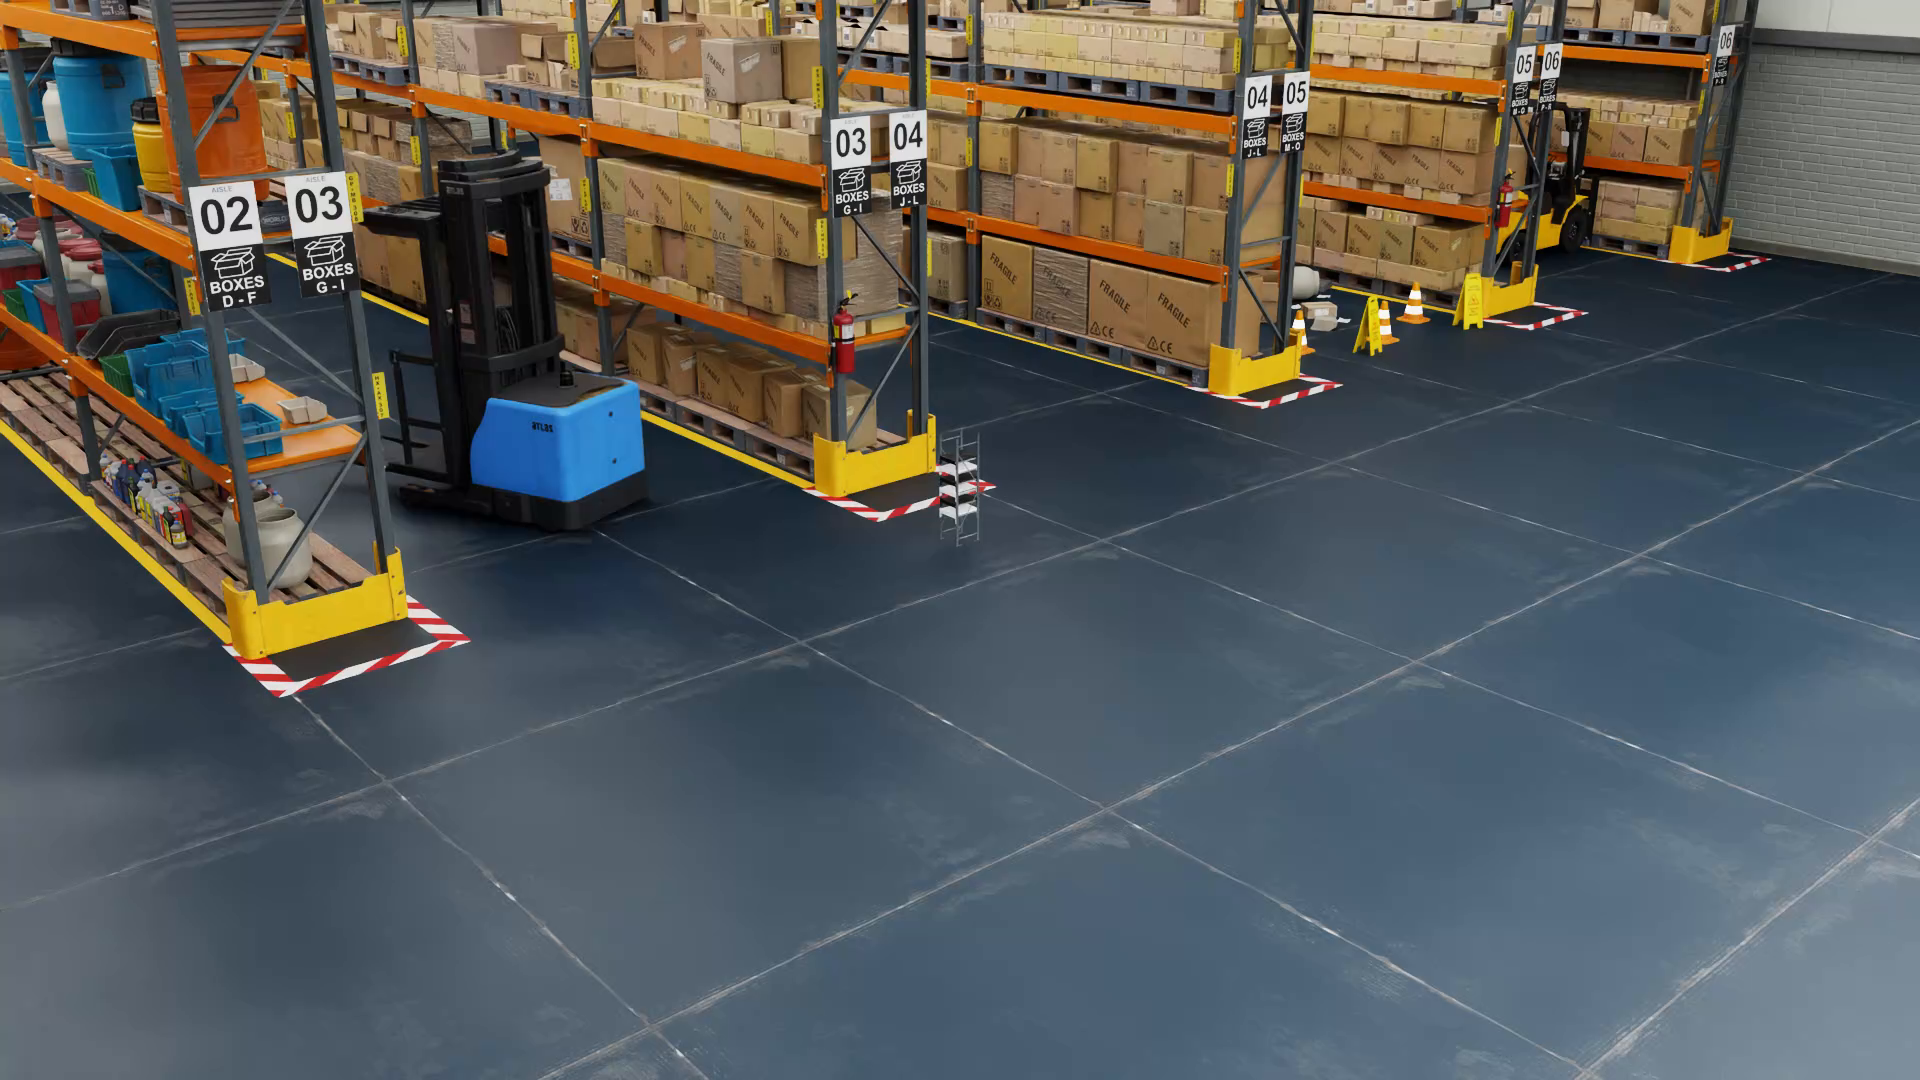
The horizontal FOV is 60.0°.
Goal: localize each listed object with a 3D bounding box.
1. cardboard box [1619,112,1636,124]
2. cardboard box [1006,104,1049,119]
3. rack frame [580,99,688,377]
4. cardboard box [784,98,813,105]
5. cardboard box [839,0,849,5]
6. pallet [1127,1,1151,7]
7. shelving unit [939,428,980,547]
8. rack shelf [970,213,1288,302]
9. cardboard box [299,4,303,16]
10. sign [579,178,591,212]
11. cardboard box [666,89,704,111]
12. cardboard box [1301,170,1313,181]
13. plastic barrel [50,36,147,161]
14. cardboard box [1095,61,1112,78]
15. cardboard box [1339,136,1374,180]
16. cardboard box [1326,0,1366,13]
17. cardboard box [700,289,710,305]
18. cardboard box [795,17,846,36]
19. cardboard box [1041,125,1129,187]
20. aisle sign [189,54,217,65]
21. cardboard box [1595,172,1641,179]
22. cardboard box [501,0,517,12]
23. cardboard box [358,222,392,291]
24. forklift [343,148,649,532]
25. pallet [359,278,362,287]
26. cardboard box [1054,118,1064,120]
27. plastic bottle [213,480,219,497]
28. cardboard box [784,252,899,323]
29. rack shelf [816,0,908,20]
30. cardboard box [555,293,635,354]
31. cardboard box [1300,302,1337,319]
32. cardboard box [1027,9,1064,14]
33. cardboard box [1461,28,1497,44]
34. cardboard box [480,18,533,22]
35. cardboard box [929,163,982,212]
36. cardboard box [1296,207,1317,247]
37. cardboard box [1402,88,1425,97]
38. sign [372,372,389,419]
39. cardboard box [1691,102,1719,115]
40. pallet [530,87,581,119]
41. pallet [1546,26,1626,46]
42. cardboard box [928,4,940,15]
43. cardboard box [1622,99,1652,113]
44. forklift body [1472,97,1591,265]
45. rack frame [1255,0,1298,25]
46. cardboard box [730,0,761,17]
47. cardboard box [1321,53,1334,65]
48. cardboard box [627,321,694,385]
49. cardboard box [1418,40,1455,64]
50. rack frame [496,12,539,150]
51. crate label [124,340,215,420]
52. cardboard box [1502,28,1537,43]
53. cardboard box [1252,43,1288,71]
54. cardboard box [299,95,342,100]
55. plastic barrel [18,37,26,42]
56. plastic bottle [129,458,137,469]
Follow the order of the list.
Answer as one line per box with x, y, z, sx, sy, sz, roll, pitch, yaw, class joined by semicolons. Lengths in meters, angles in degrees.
9.663;-6.062;23.821;0.380;0.149;0.250;-18;27;-38;cardboard box
1.078;-6.727;26.066;0.500;0.250;0.500;-18;27;-38;cardboard box
-3.310;-3.026;17.098;1.000;3.000;0.127;-17;27;-37;rack frame
-1.337;-3.860;14.773;0.380;0.149;0.250;-18;27;-38;cardboard box
-1.856;-9.291;28.610;0.380;0.149;0.250;-17;27;-36;cardboard box
3.786;-9.605;30.038;1.213;0.211;1.003;-17;27;-37;pallet
-0.005;-0.421;13.326;0.258;0.900;0.210;-17;27;-37;shelving unit
1.819;-3.292;18.761;1.077;0.370;4.000;-17;27;-37;rack shelf
-9.088;-7.124;22.596;0.700;0.500;0.500;-19;29;-40;cardboard box
-3.728;-3.432;16.546;0.100;0.325;0.005;-17;27;-37;sign
-2.451;-4.024;15.191;0.380;0.149;0.250;-18;28;-38;cardboard box
4.696;-4.905;22.238;0.380;0.149;0.250;-16;27;-36;cardboard box
-6.493;-3.372;12.605;0.600;0.901;0.708;-17;27;-37;plastic barrel
1.656;-5.028;17.728;0.380;0.149;0.250;-17;27;-37;cardboard box
5.282;-4.973;21.522;0.500;0.500;0.500;-17;27;-37;cardboard box
6.298;-8.819;26.925;0.500;0.500;0.500;-17;27;-36;cardboard box
-2.210;-2.309;15.610;0.380;0.149;0.250;-17;27;-37;cardboard box
-1.791;-6.629;21.593;0.500;0.311;0.500;-17;27;-37;cardboard box
1.424;-4.335;18.754;0.875;0.550;0.550;-17;27;-37;cardboard box
-11.417;-7.501;24.957;0.394;0.787;0.004;-17;27;-37;aisle sign
9.749;-5.299;24.725;0.500;0.250;0.500;-18;27;-38;cardboard box
-7.223;-8.868;27.420;0.500;0.250;0.500;-17;27;-37;cardboard box
-6.931;-3.781;21.363;1.225;0.875;0.875;-17;27;-37;cardboard box
-4.220;-1.793;14.042;3.031;2.935;1.130;11;24;26;forklift
-7.971;-3.743;22.751;1.003;0.211;1.213;-17;27;-37;pallet
1.658;-6.435;25.569;0.380;0.149;0.250;-19;29;-40;cardboard box
-6.148;-0.504;13.780;0.061;0.283;0.133;-17;27;-37;plastic bottle
-1.037;-2.265;14.608;0.875;0.500;0.500;-17;27;-37;cardboard box
-2.004;-4.931;14.724;1.077;0.370;4.000;-17;27;-37;rack shelf
-3.991;-2.378;18.267;0.700;0.500;0.500;-18;27;-38;cardboard box
4.424;-2.834;20.515;0.380;0.149;0.250;-4;22;-10;cardboard box
0.994;-6.047;19.235;0.380;0.149;0.250;-18;28;-38;cardboard box
6.225;-6.035;19.917;0.380;0.149;0.250;-17;27;-37;cardboard box
-5.077;-5.596;18.723;0.500;0.500;0.500;-18;27;-38;cardboard box
-0.029;-4.306;20.228;0.500;0.500;0.500;-18;27;-38;cardboard box
4.737;-4.277;22.458;0.500;0.500;0.500;-16;27;-35;cardboard box
7.263;-7.105;26.485;0.380;0.149;0.250;-17;27;-37;cardboard box
-4.031;-1.001;11.546;0.100;0.325;0.005;-17;27;-37;sign
10.510;-6.094;23.495;0.380;0.149;0.250;-18;28;-38;cardboard box
-3.632;-4.531;17.085;1.213;0.211;1.003;-17;27;-37;pallet
9.324;-7.357;24.163;1.003;0.211;1.213;-17;27;-37;pallet
-0.463;-8.646;27.078;0.380;0.166;0.250;-20;29;-41;cardboard box
9.691;-6.212;23.796;0.380;0.149;0.250;-17;27;-37;cardboard box
7.947;-5.157;23.702;2.313;2.155;1.214;-17;27;-37;forklift body
4.198;-8.179;22.027;1.000;3.000;0.127;-17;27;-37;rack frame
-2.904;-7.272;22.638;0.396;0.266;0.258;-17;27;-37;cardboard box
4.889;-6.238;21.528;0.380;0.149;0.250;-19;28;-39;cardboard box
-3.079;-1.938;17.170;0.500;0.500;0.500;-18;28;-39;cardboard box
5.953;-5.965;20.286;0.500;0.250;0.500;-18;28;-38;cardboard box
-7.319;-7.494;28.506;1.000;3.000;0.127;-17;27;-37;rack frame
-5.857;-1.203;12.393;0.502;0.435;0.616;-17;27;-37;crate label
6.732;-6.078;20.027;0.380;0.149;0.250;-18;27;-38;cardboard box
3.004;-4.976;17.047;0.500;0.250;0.500;-18;27;-38;cardboard box
-8.966;-5.985;23.422;0.500;0.500;0.500;-17;27;-37;cardboard box
-8.412;-3.928;14.598;0.600;0.901;0.708;-17;27;-37;plastic barrel
-6.874;-0.538;13.865;0.061;0.283;0.133;-17;27;-37;plastic bottle
